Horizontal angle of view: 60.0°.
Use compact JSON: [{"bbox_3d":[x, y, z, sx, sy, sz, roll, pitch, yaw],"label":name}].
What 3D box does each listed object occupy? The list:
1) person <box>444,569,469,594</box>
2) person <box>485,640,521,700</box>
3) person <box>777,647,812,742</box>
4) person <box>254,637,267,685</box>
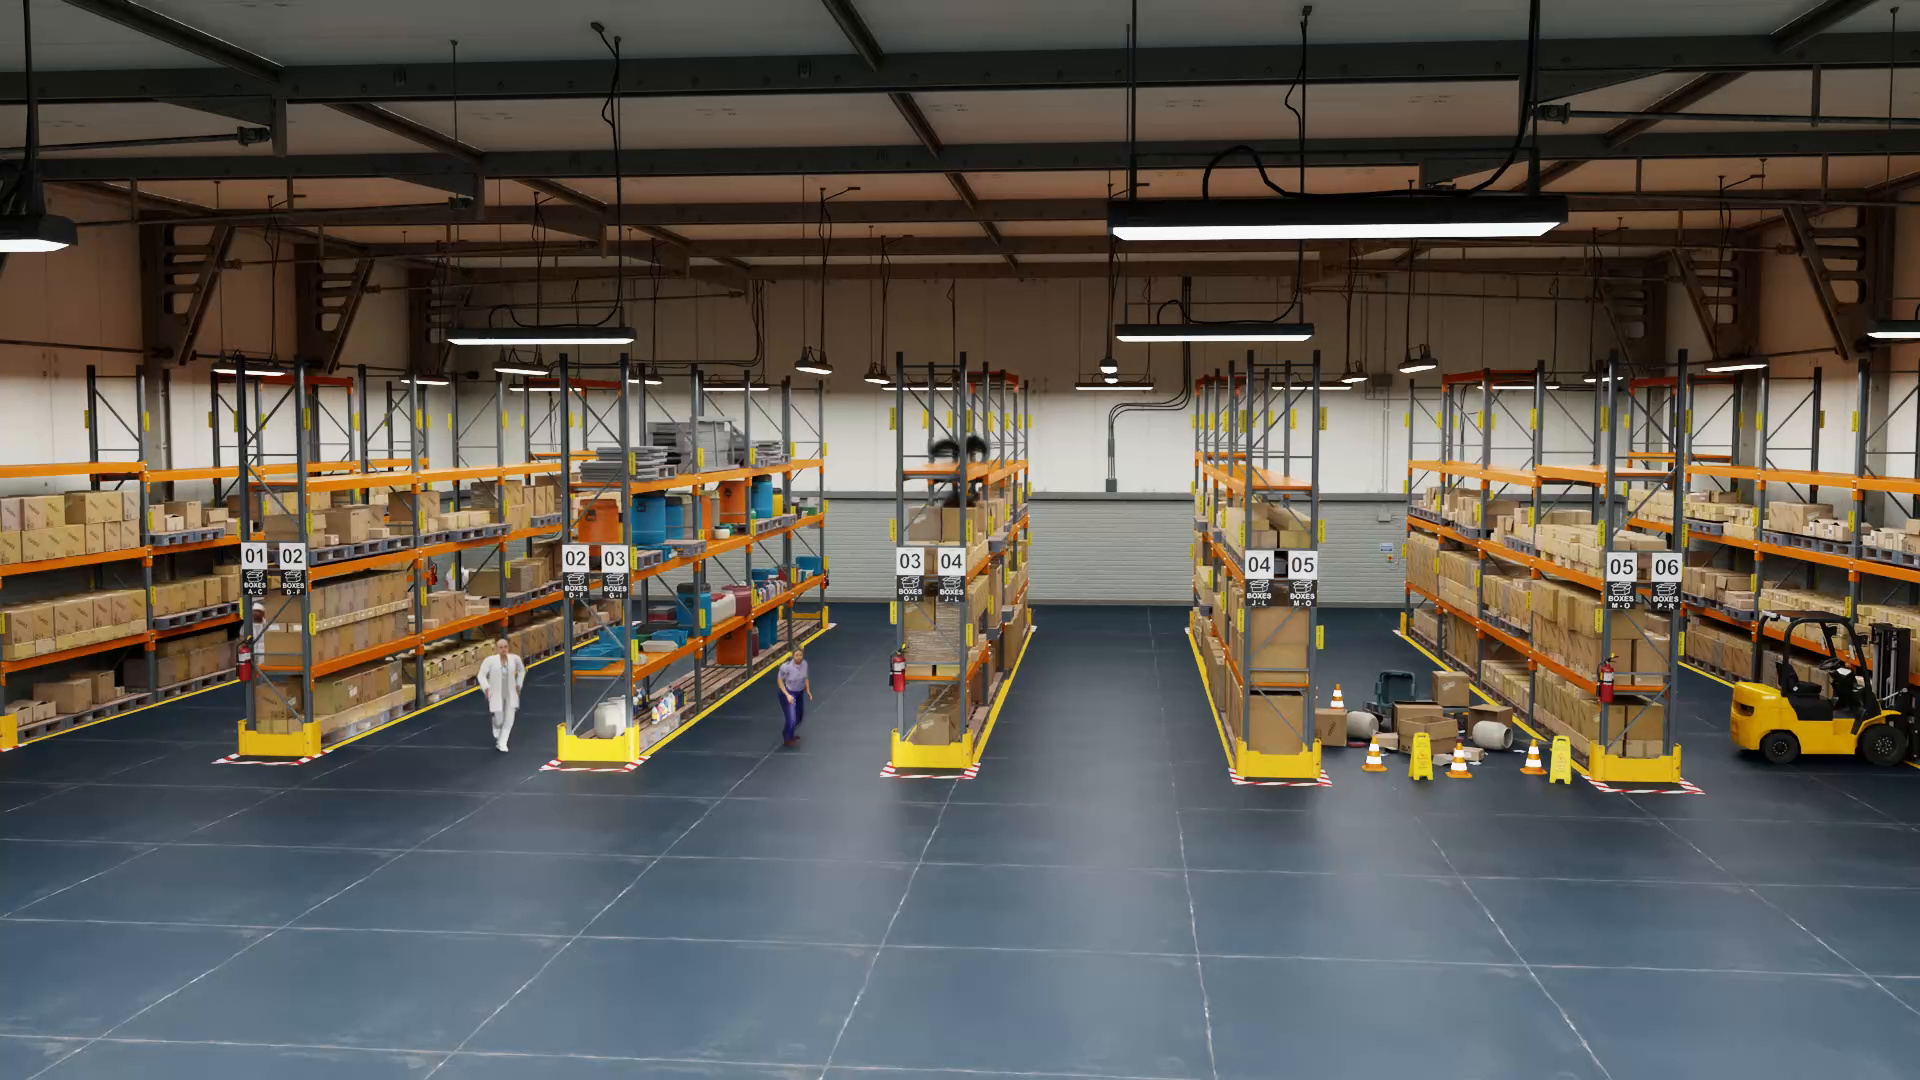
[{"bbox_3d":[-11.999,1.335,39.740,0.678,1.723,0.759,0,4,0],"label":"person"},{"bbox_3d":[-6.954,1.961,25.302,0.681,0.897,0.438,-2,4,-24],"label":"person"},{"bbox_3d":[-2.629,2.364,25.652,0.555,1.500,0.721,-4,6,-44],"label":"person"},{"bbox_3d":[-12.392,2.076,29.492,0.571,1.396,0.816,0,4,1],"label":"person"}]
